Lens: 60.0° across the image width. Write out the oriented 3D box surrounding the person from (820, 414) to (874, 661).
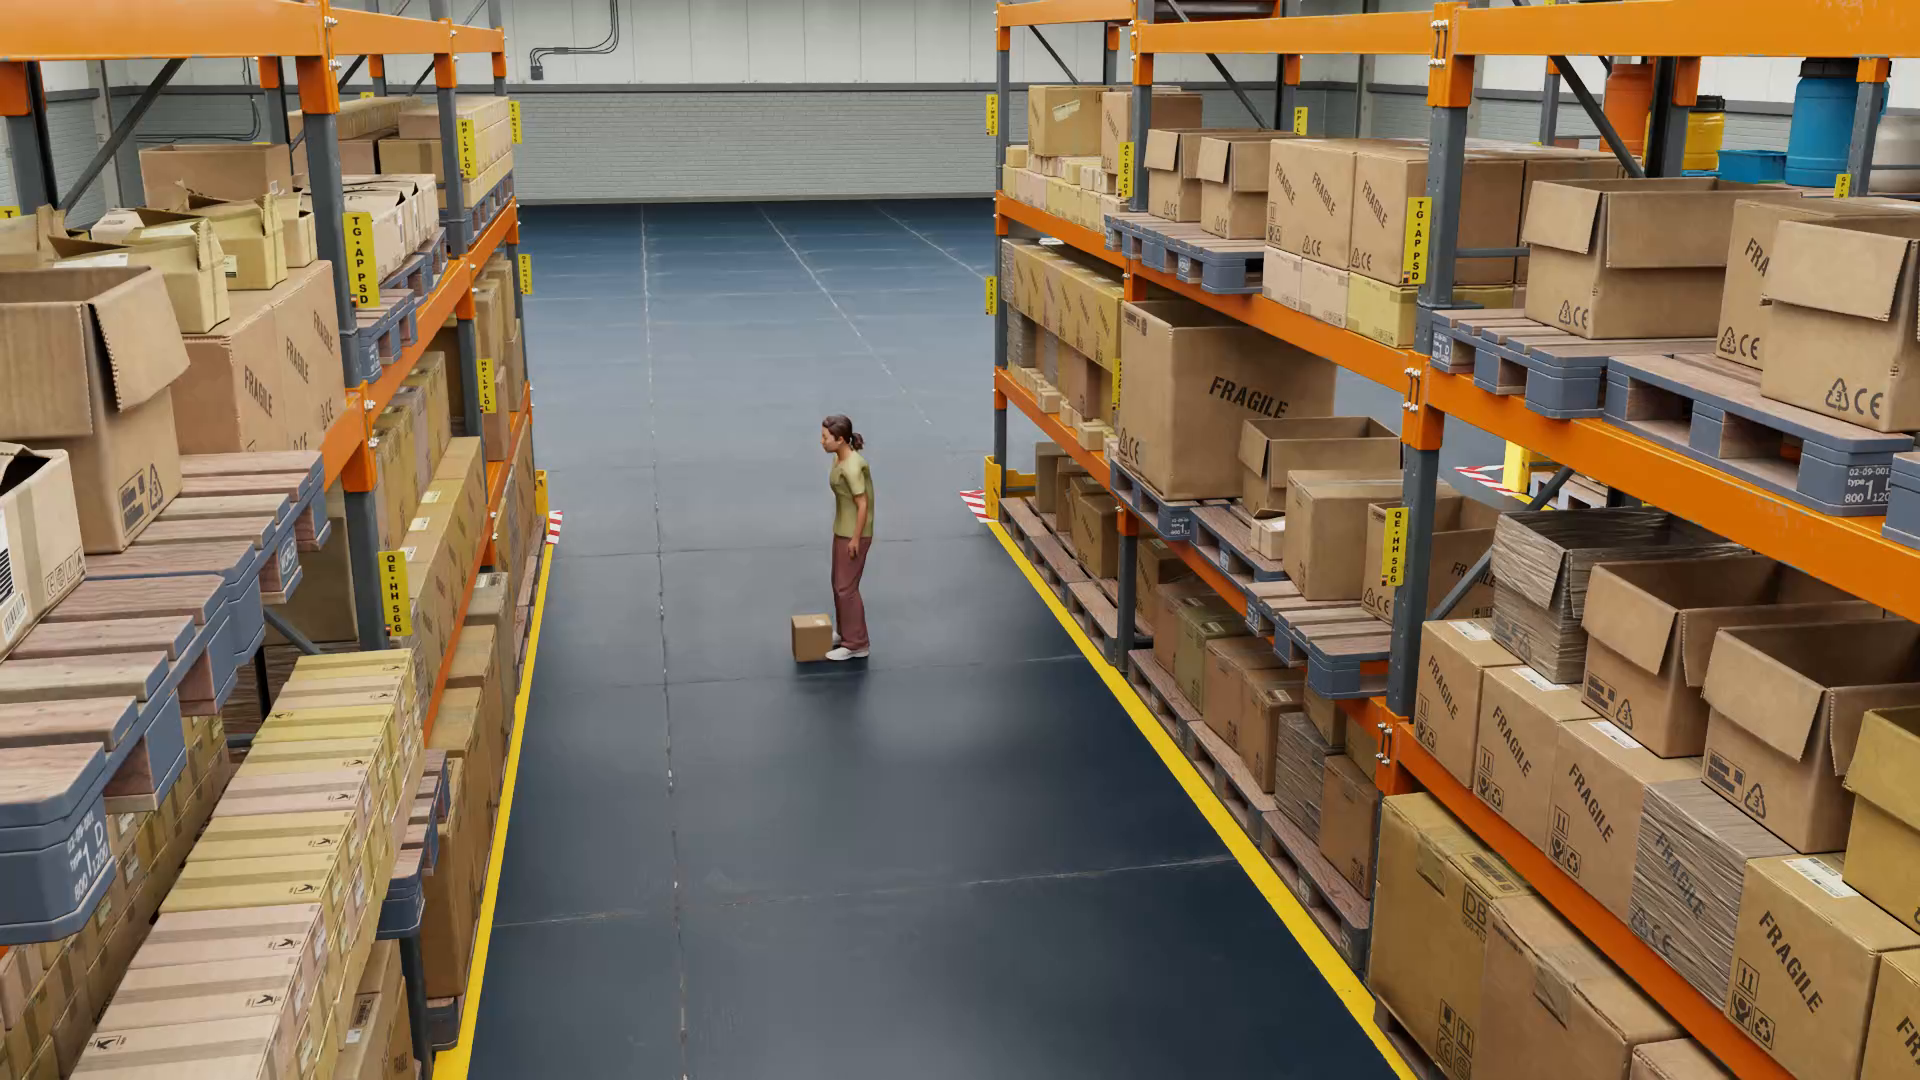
[{"bbox_3d":[-0.762,-0.033,11.152,0.365,1.671,0.505,-4,17,-13],"label":"person"}]
